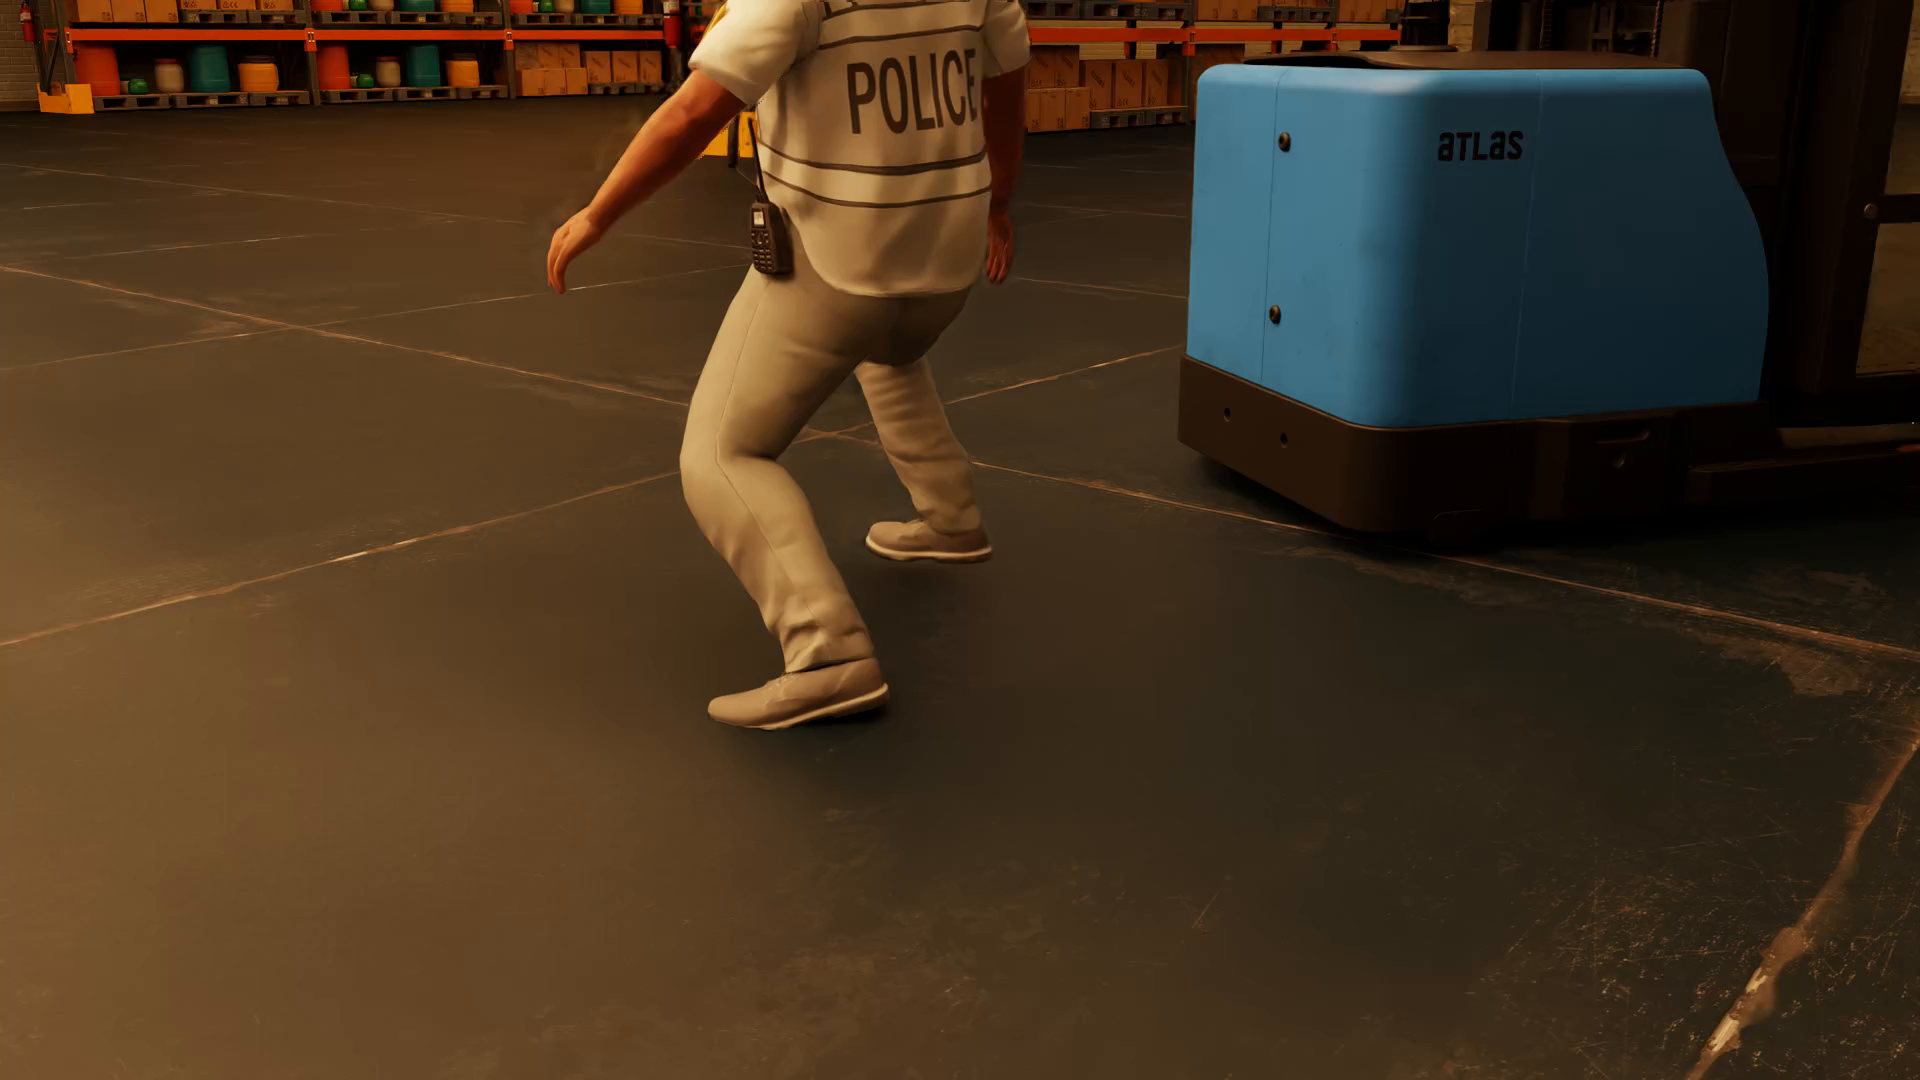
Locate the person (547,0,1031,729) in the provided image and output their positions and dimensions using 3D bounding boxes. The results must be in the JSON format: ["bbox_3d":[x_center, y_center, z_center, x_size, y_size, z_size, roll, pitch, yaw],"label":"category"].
[{"bbox_3d":[-0.225,-0.552,3.044,0.972,1.634,0.671,-15,22,-40],"label":"person"}]

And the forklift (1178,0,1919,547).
[{"bbox_3d":[2.178,-1.618,4.227,3.031,2.935,1.130,-5,18,-17],"label":"forklift"}]
